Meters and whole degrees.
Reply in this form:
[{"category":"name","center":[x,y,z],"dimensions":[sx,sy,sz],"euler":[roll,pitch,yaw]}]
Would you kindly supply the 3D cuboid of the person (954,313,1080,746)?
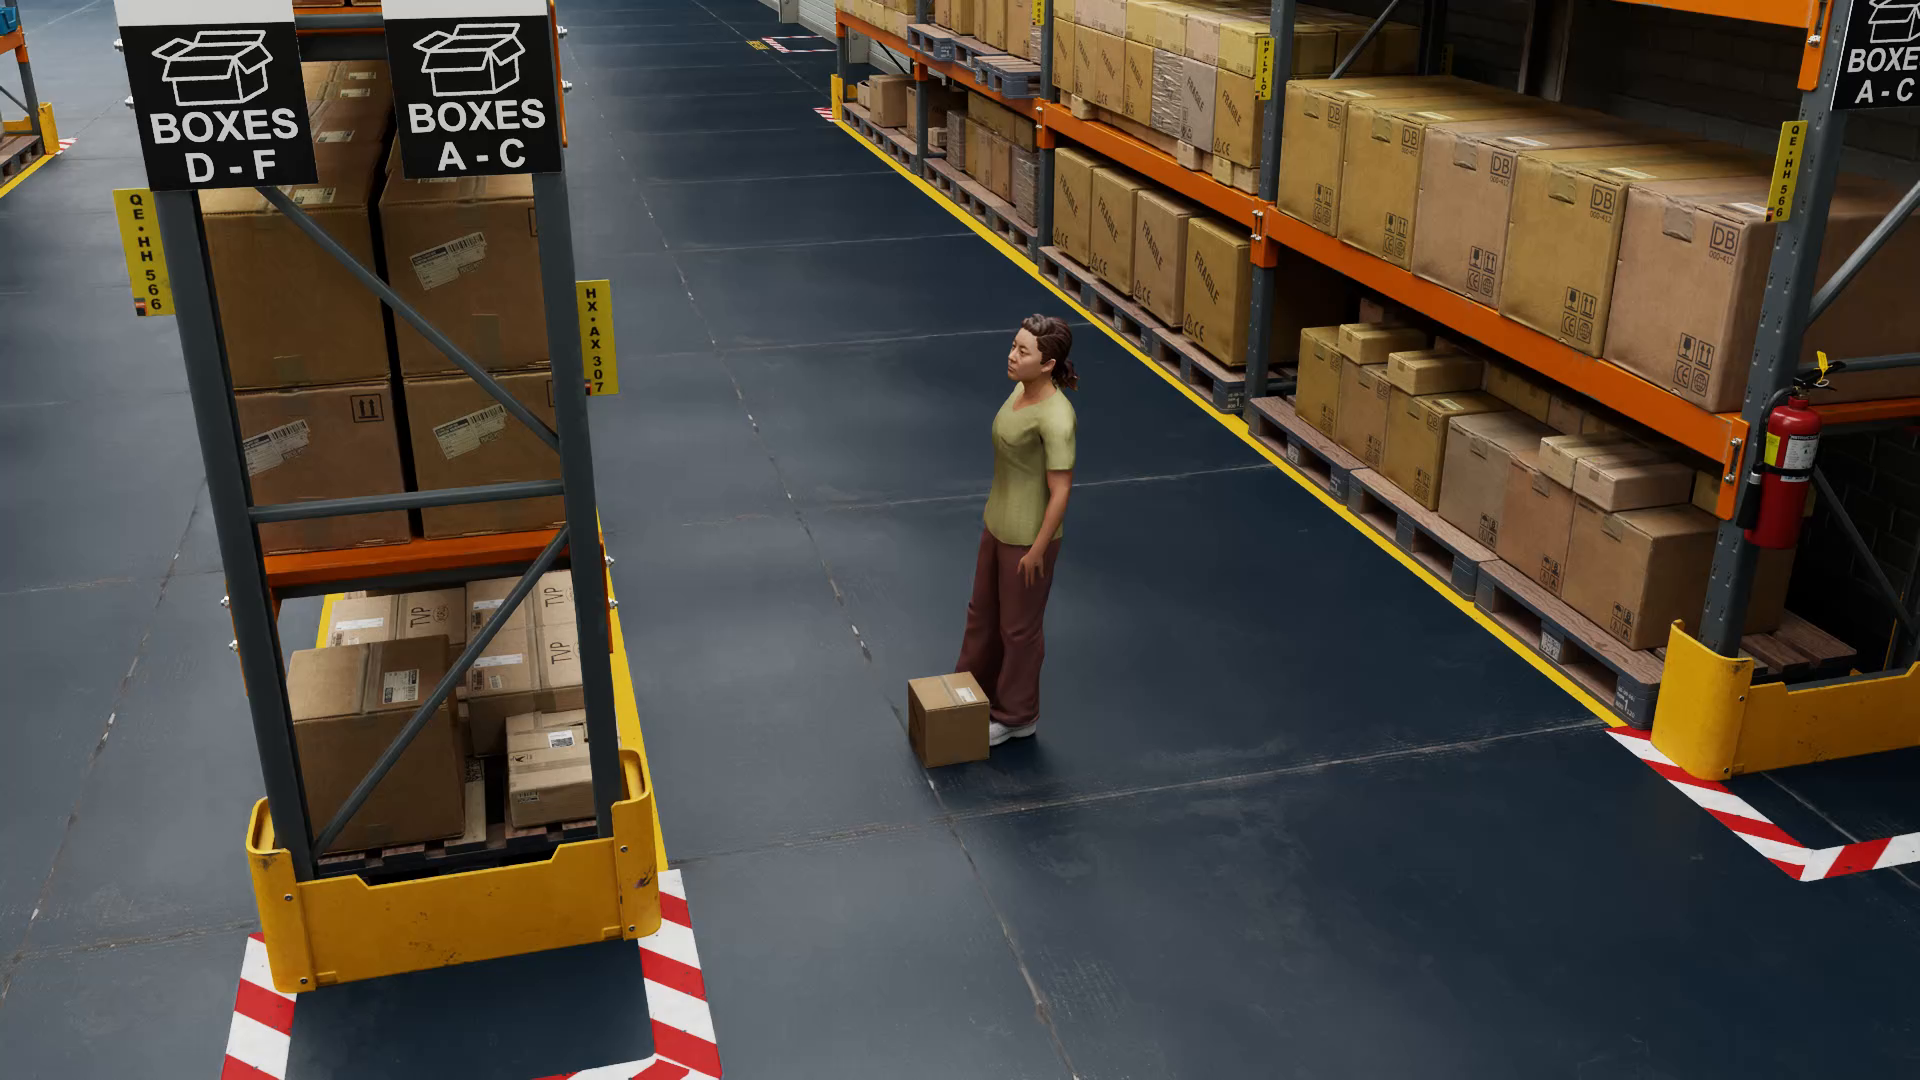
[{"category":"person","center":[0.157,-0.016,6.114],"dimensions":[0.549,1.676,0.555],"euler":[-6,24,-14]}]
